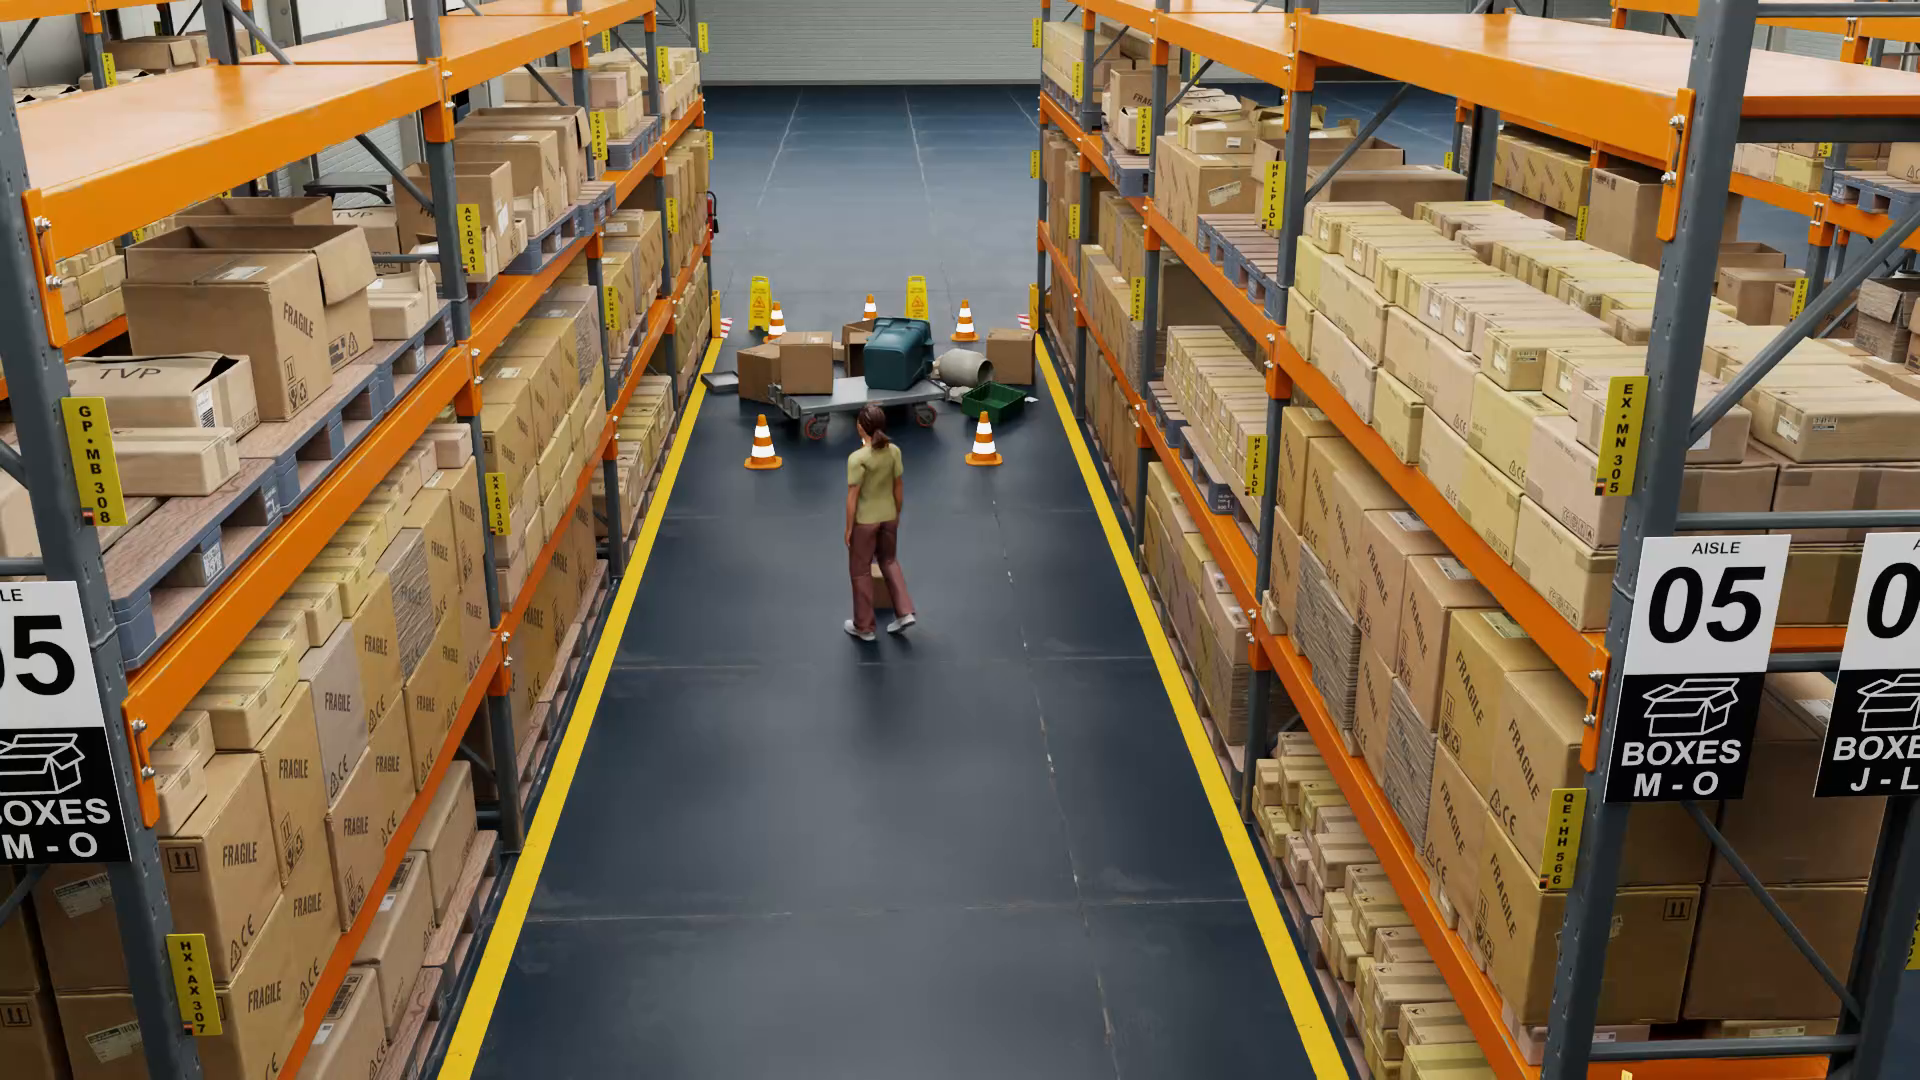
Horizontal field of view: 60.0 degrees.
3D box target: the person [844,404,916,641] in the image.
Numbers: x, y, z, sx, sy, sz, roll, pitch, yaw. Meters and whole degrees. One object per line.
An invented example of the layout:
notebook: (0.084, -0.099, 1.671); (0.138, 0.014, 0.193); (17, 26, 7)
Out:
person: (-0.590, -0.113, 11.371); (0.480, 1.687, 0.465); (-14, 24, -32)
